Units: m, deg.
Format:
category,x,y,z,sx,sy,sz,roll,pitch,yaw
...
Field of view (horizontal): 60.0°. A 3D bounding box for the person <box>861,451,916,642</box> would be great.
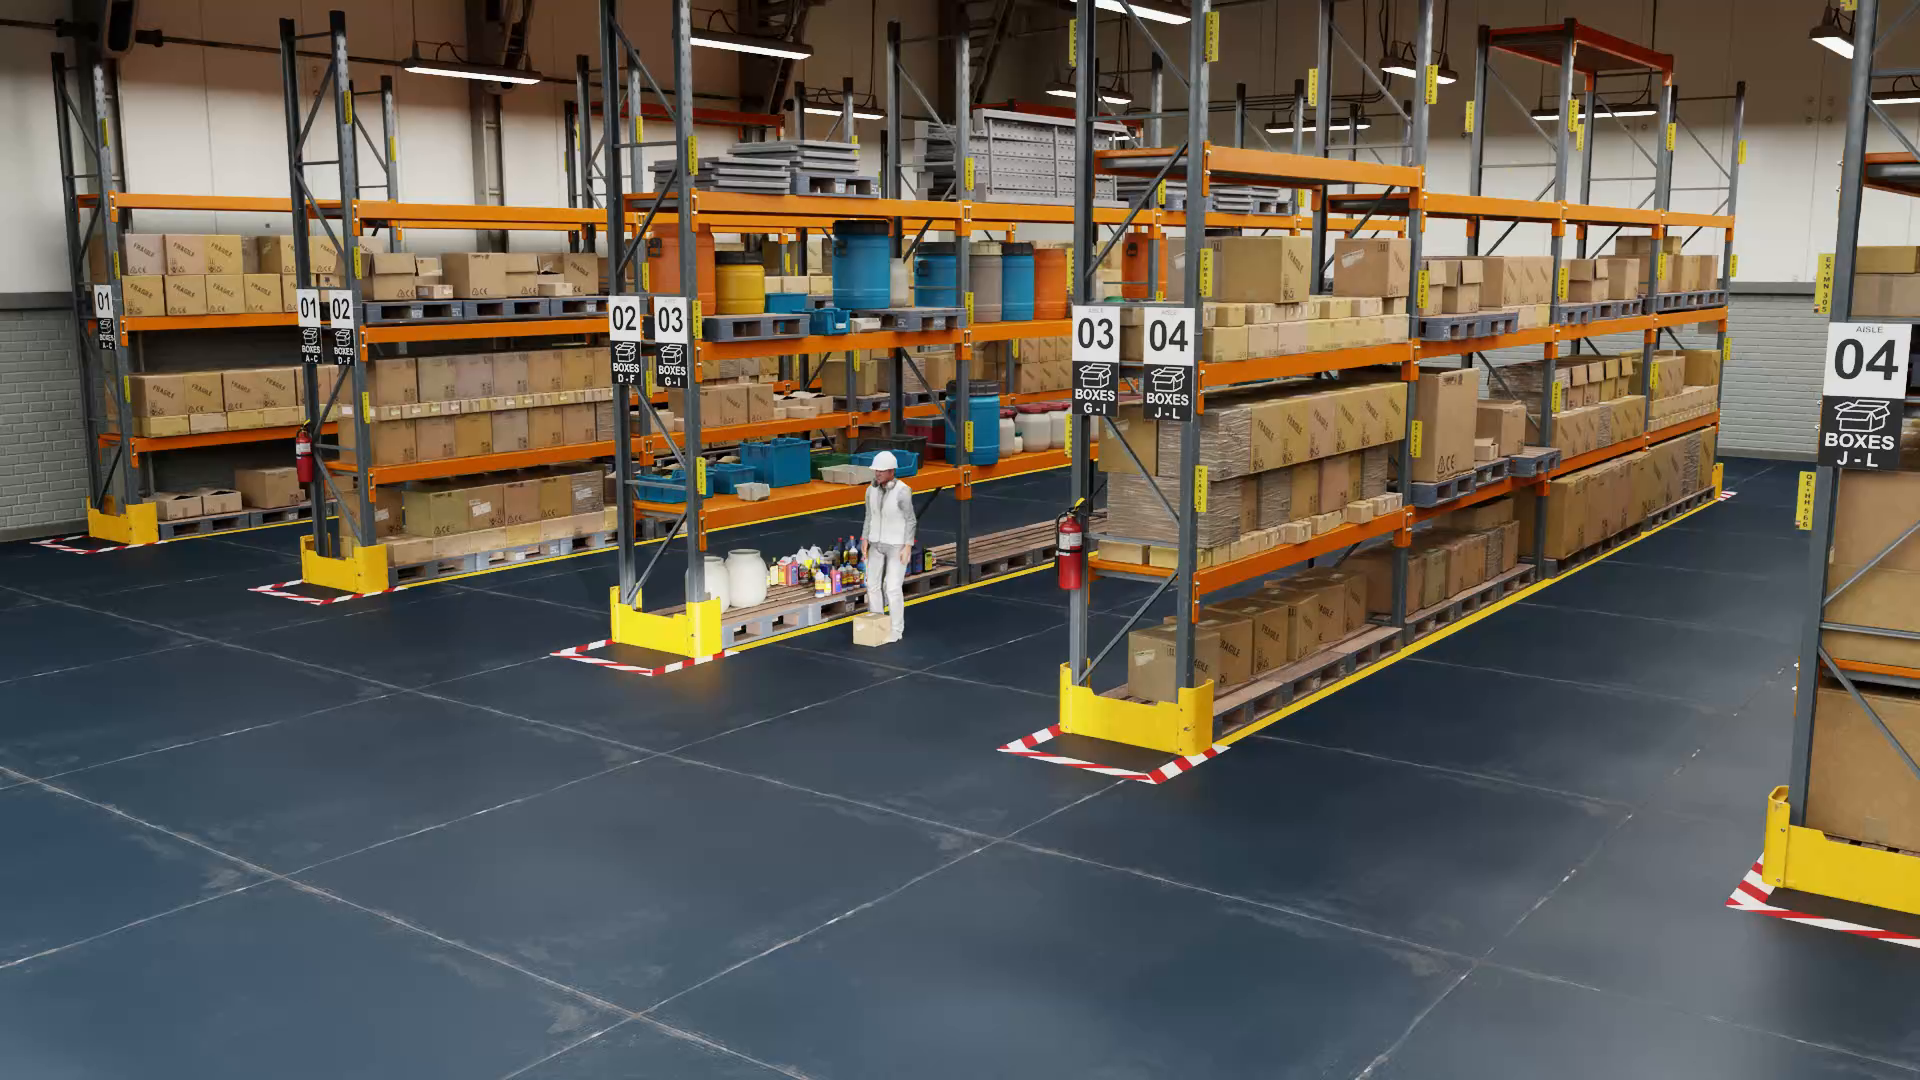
category,x,y,z,sx,sy,sz,roll,pitch,yaw
person,-0.674,0.046,15.550,0.580,1.771,0.465,7,12,36
